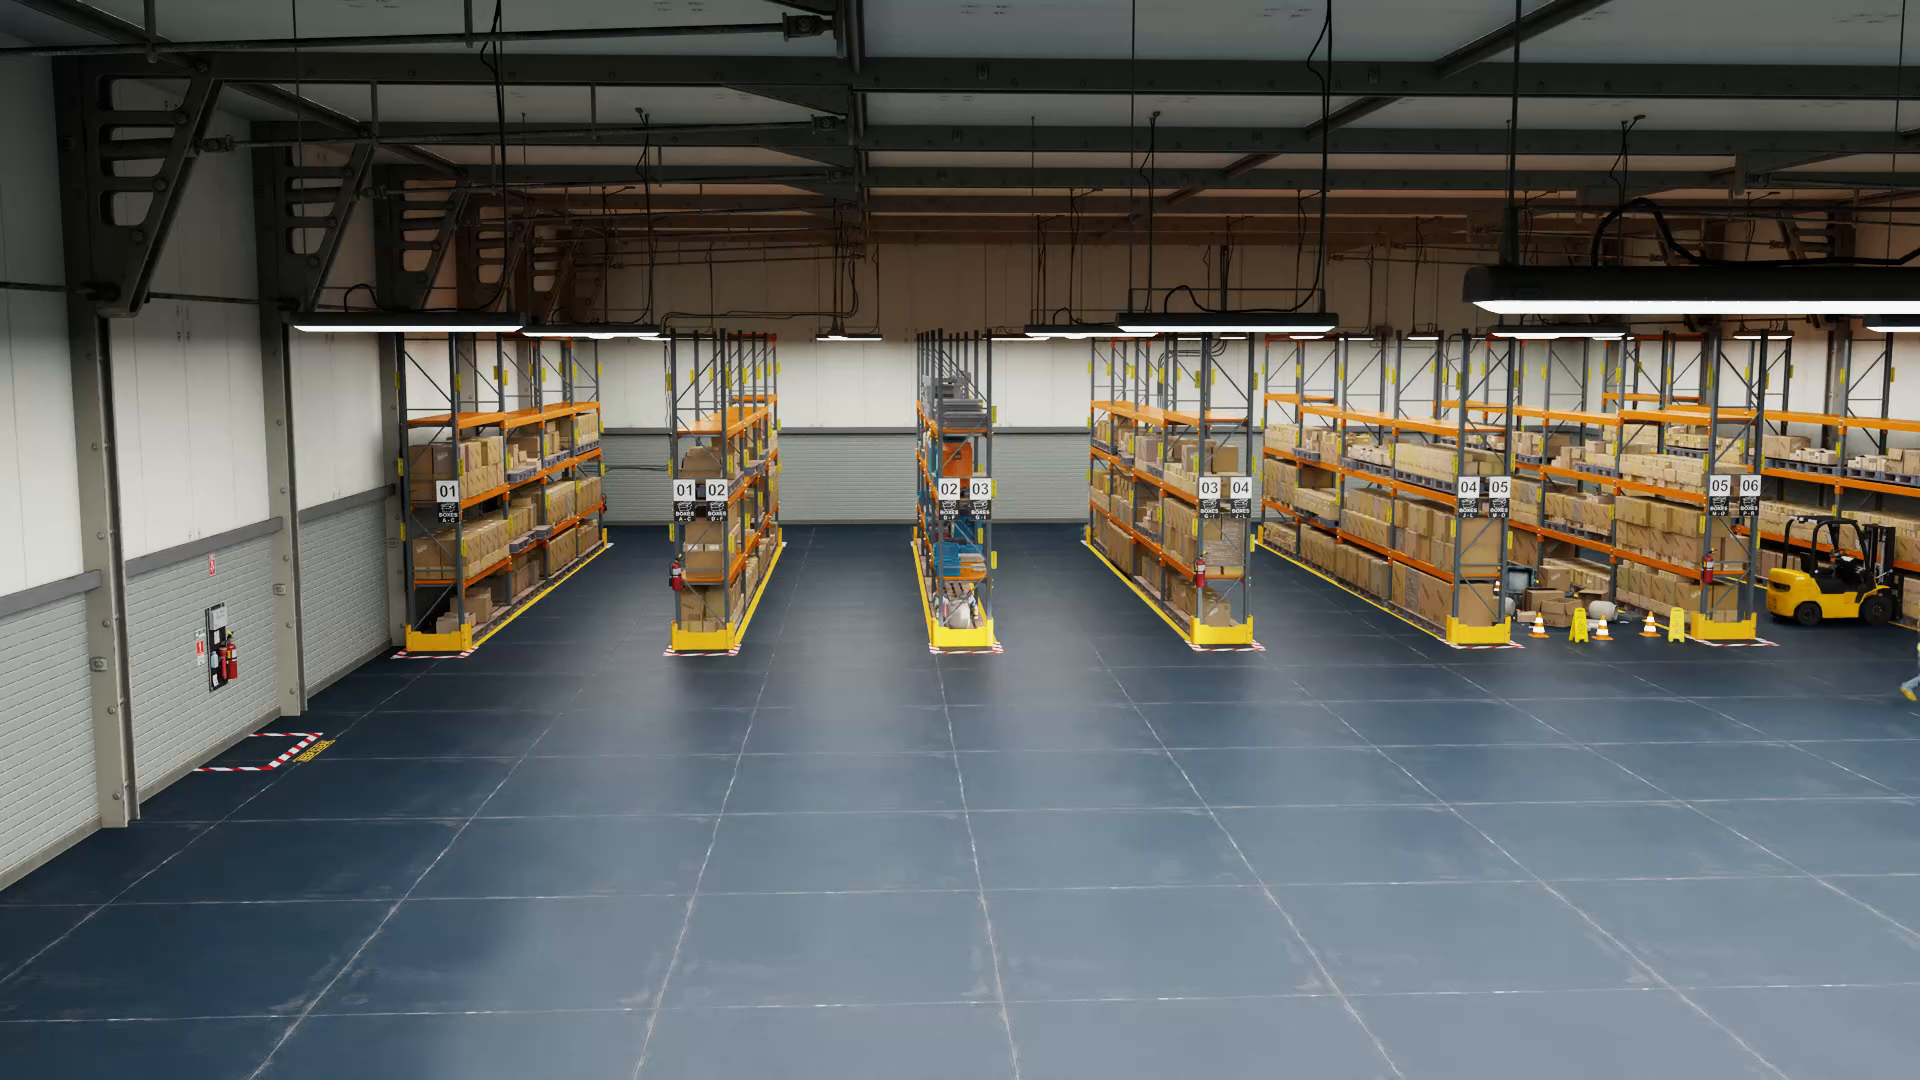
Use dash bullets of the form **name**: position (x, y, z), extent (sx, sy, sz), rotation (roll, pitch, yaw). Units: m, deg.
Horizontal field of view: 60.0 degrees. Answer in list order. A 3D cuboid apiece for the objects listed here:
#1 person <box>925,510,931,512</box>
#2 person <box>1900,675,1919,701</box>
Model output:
- **person**: position (2.011, -0.461, 45.426), extent (3.850, 1.687, 8.471), rotation (2, 7, 15)
- **person**: position (15.278, 1.801, 26.051), extent (0.731, 1.811, 0.938), rotation (-6, 9, -43)
